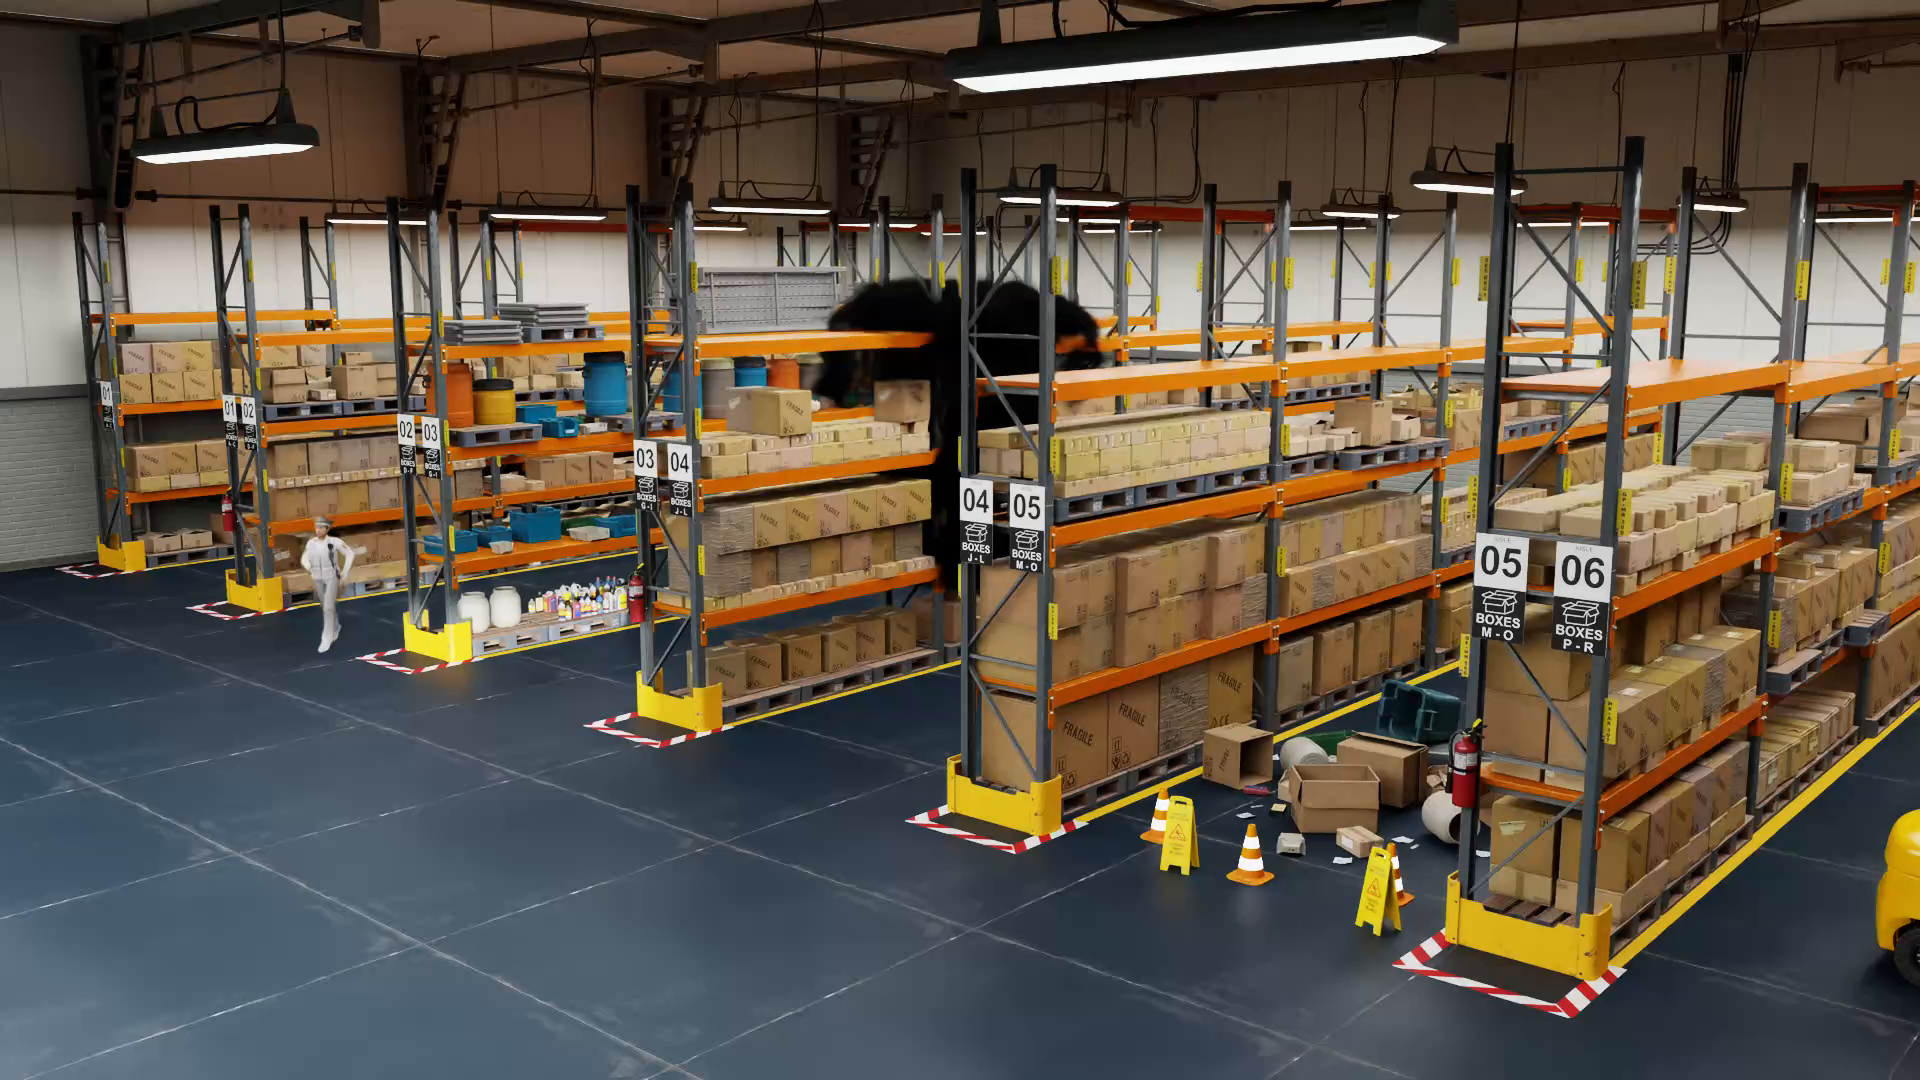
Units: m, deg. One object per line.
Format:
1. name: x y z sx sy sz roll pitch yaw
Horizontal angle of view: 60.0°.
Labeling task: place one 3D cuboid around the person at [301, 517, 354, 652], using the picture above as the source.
1. person: -8.293 0.537 21.804 0.630 1.730 0.819 1 9 3
